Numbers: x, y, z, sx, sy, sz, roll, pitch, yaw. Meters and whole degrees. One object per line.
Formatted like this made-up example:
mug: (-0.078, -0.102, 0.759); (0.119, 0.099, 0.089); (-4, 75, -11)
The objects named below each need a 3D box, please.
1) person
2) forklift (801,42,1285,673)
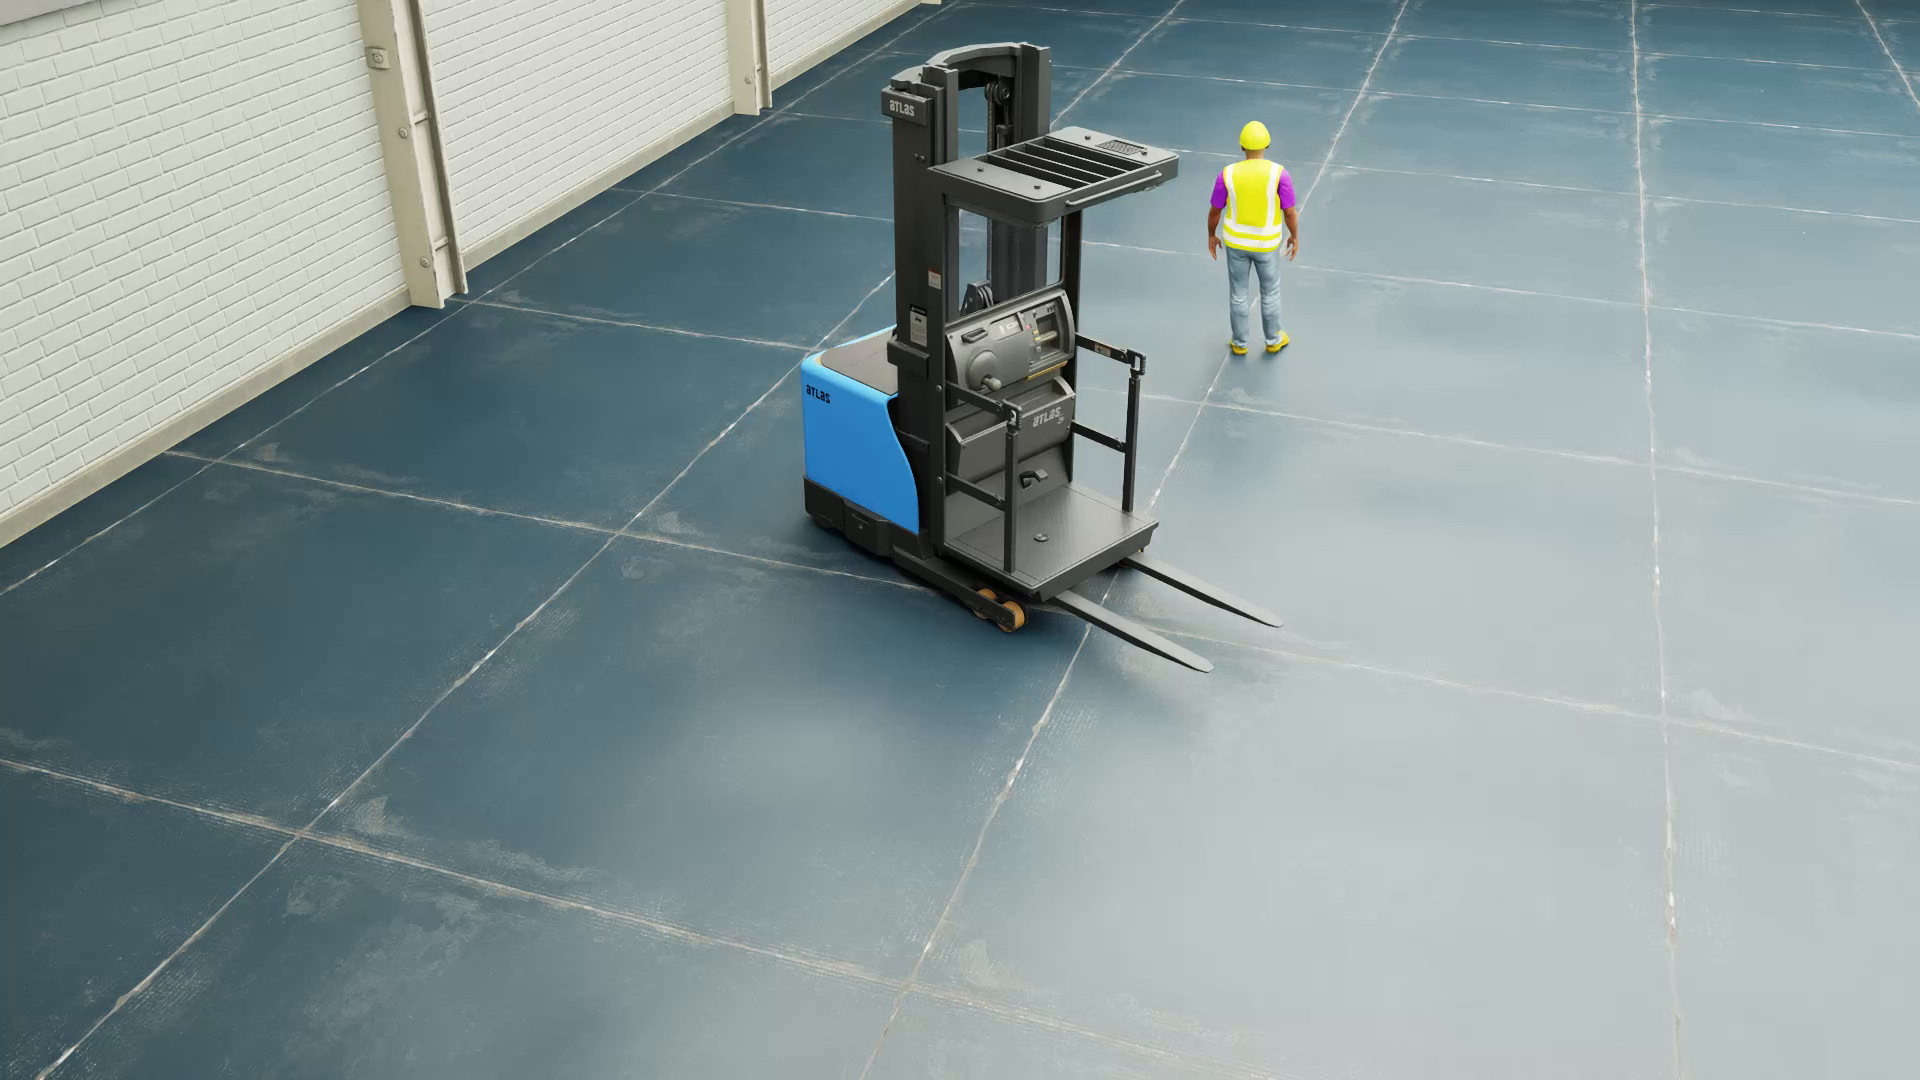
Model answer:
person: (2.153, -2.220, 12.192); (0.666, 1.765, 0.577); (8, 31, 14)
forklift: (0.435, -1.055, 8.987); (1.130, 2.935, 3.031); (-26, 39, -38)
